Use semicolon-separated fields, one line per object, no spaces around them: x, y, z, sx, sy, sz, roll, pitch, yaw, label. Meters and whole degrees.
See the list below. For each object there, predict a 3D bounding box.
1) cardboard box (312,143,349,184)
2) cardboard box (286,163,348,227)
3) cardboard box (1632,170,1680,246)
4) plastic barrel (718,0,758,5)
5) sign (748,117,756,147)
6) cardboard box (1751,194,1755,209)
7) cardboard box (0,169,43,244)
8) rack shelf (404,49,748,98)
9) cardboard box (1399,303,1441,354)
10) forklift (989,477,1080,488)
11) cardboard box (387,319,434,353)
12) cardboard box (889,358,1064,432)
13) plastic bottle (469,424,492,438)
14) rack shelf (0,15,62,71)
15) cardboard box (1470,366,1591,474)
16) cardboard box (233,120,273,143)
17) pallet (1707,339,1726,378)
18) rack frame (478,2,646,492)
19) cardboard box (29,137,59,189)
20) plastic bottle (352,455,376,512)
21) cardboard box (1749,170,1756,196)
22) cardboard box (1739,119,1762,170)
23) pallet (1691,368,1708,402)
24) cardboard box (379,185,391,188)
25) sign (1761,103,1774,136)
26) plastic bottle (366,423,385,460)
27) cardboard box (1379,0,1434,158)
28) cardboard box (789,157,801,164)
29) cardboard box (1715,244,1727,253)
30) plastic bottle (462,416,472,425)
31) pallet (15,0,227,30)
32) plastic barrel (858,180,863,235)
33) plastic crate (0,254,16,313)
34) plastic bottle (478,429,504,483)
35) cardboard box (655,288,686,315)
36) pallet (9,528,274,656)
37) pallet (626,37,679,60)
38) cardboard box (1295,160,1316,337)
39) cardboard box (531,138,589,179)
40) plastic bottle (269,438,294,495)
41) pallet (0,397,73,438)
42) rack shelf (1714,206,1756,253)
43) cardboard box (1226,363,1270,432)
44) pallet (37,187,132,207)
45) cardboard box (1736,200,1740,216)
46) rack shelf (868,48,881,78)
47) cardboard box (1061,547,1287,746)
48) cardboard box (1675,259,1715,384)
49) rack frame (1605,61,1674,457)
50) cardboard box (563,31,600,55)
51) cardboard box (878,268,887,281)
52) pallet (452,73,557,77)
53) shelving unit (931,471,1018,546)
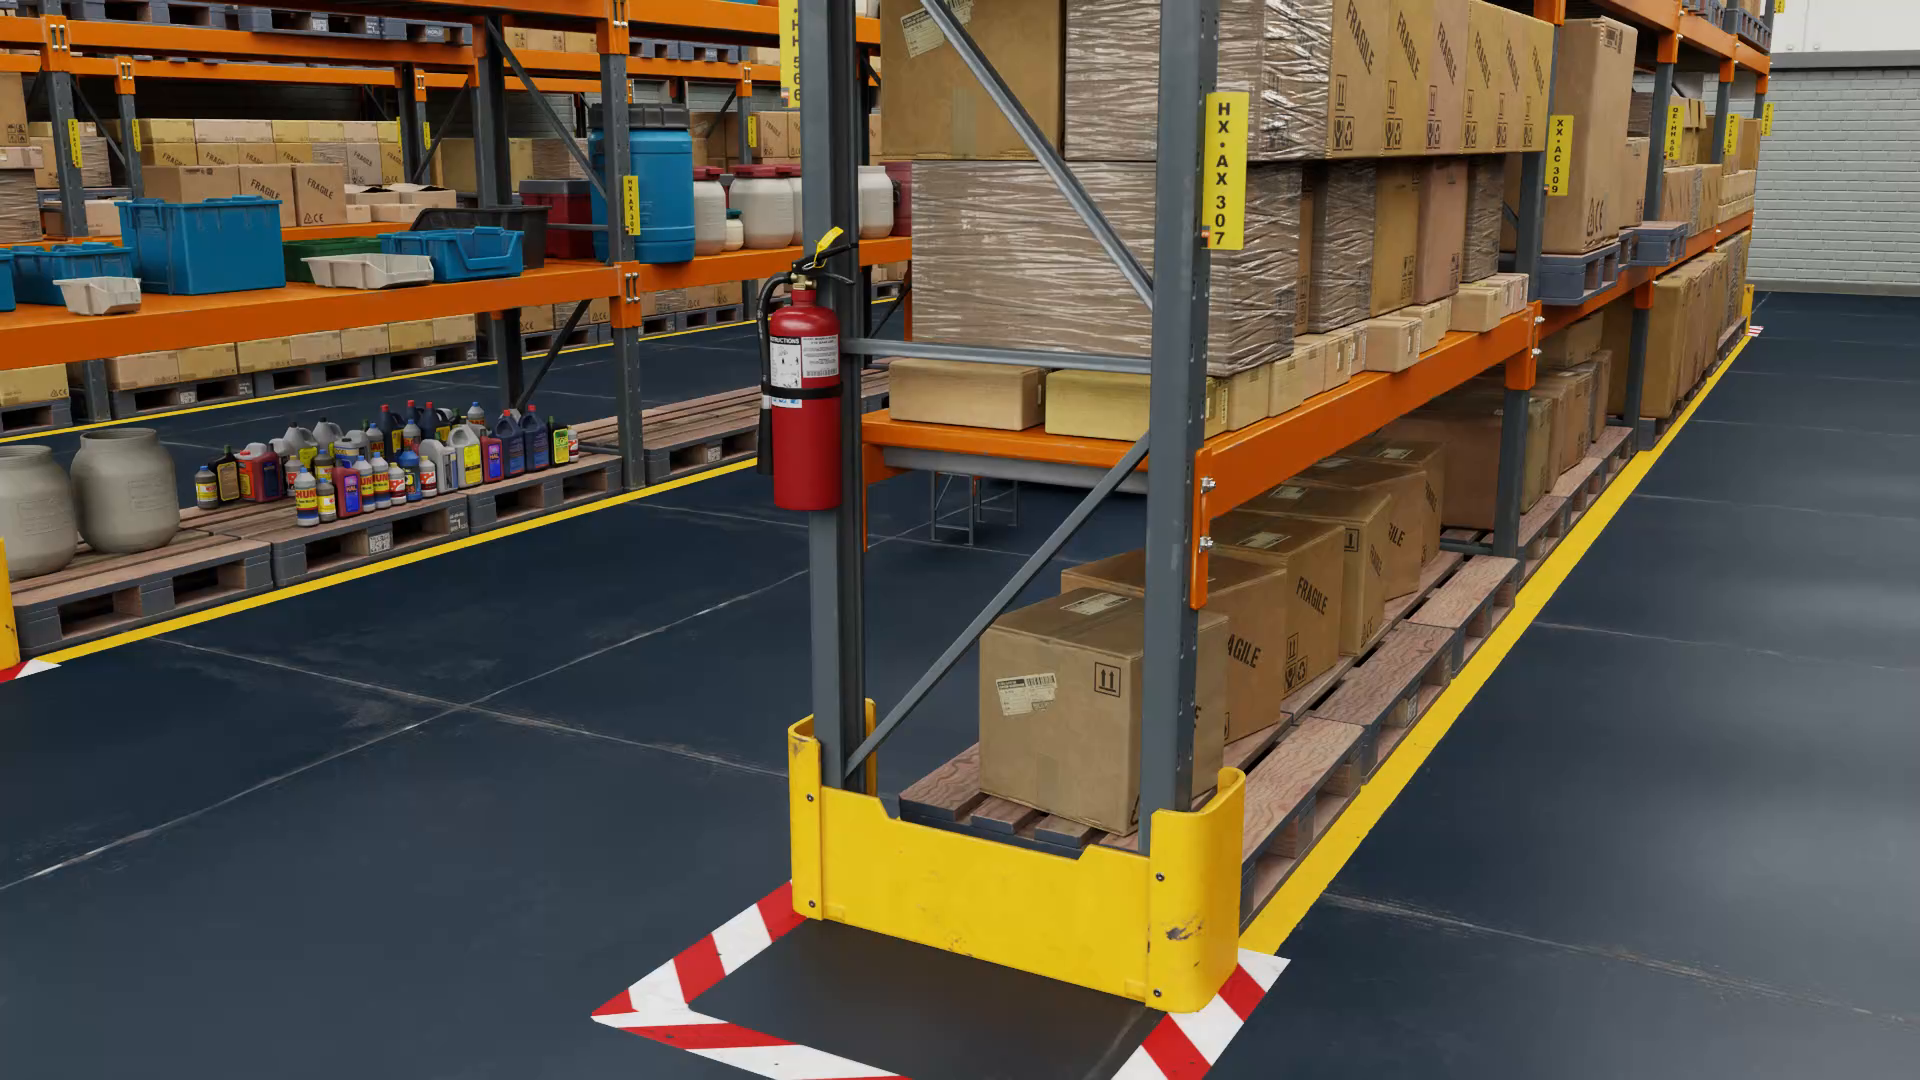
-7.613;-4.442;19.667;0.500;0.500;0.500;7;15;28;cardboard box
-5.515;-2.891;13.913;0.500;0.500;0.500;6;15;25;cardboard box
4.426;-2.183;10.975;0.500;0.500;0.500;8;16;30;cardboard box
-1.629;-3.905;10.863;0.600;0.901;0.708;7;15;28;plastic barrel
-2.296;-4.510;18.371;0.100;0.325;0.005;7;15;28;sign
7.936;-3.474;17.081;0.380;0.149;0.250;8;16;29;cardboard box
-6.860;-2.325;11.564;0.700;0.500;0.500;7;15;27;cardboard box
-3.751;-4.708;16.795;1.077;0.370;4.000;7;15;28;rack shelf
1.434;-0.739;5.736;0.380;0.149;0.250;7;15;28;cardboard box
1.230;-1.990;10.536;1.130;2.935;3.031;7;15;26;forklift
-5.005;-1.814;14.631;0.500;0.250;0.500;7;15;27;cardboard box
0.042;-0.384;4.262;0.380;0.149;0.250;7;15;28;cardboard box
-2.611;-0.503;9.094;0.152;0.276;0.135;7;15;28;plastic bottle
-7.618;-3.066;9.987;1.077;0.370;4.000;7;15;28;rack shelf
3.121;-0.692;9.400;0.700;0.500;0.500;9;16;33;cardboard box
-8.113;-4.594;18.698;0.500;0.250;0.500;7;15;28;cardboard box
6.322;-1.678;15.043;1.003;0.211;1.213;7;15;28;pallet
-2.317;-1.806;9.625;1.000;3.000;0.127;7;15;28;rack frame
-9.521;-3.796;16.729;0.700;0.500;0.500;6;15;23;cardboard box
-2.936;-0.280;8.177;0.097;0.271;0.097;0;14;0;plastic bottle
7.818;-3.649;16.955;0.500;0.250;0.500;7;15;27;cardboard box
7.814;-4.013;16.866;0.500;0.500;0.500;8;16;29;cardboard box
5.579;-1.364;13.740;1.003;0.211;1.213;7;15;28;pallet
-7.139;-4.302;20.470;0.380;0.149;0.250;8;16;29;cardboard box
8.288;-4.321;17.079;0.100;0.325;0.005;7;15;28;sign
-3.200;-0.502;9.098;0.097;0.271;0.097;0;14;0;plastic bottle
1.078;-1.390;4.918;0.500;0.500;0.500;7;15;28;cardboard box
-2.054;-4.237;19.495;0.500;0.500;0.500;8;16;29;cardboard box
6.275;-2.184;14.829;0.875;0.875;0.875;7;15;28;cardboard box
-2.904;-0.623;9.750;0.097;0.201;0.097;0;14;0;plastic bottle
-6.236;-3.916;12.384;0.805;0.209;1.217;7;15;26;pallet
-0.897;-2.359;11.682;0.421;0.512;0.421;0;14;0;plastic barrel
-4.271;-1.050;6.805;0.499;0.251;0.616;7;15;28;plastic crate
-2.511;-0.457;8.887;0.061;0.283;0.133;9;16;32;plastic bottle
-3.261;-2.671;17.608;0.500;0.500;0.500;8;16;29;cardboard box
-3.858;0.183;7.324;1.003;0.211;1.213;7;15;28;pallet
-3.659;-5.037;17.029;1.213;0.211;1.003;7;15;28;pallet
0.512;-0.843;4.784;0.875;0.500;0.500;7;15;28;cardboard box
-3.903;-3.750;16.577;0.700;0.500;0.500;11;17;38;cardboard box
-3.534;-0.379;8.577;0.152;0.276;0.135;7;15;26;plastic bottle
-7.072;-0.854;11.626;1.003;0.211;1.213;7;15;28;pallet
6.853;-2.947;15.892;1.077;0.370;4.000;7;15;28;rack shelf
0.569;-0.383;4.257;0.380;0.149;0.250;7;15;28;cardboard box
-9.307;-3.498;17.051;1.213;0.211;1.003;7;15;28;pallet
7.072;-3.107;15.558;0.380;0.149;0.250;7;15;26;cardboard box
0.583;-4.146;14.464;1.077;0.370;4.000;7;15;28;rack shelf
0.661;0.334;5.186;0.500;0.500;0.500;13;19;43;cardboard box
5.163;-1.741;12.990;1.225;0.875;0.875;7;15;26;cardboard box
3.952;-2.066;10.701;1.000;3.000;0.127;7;15;28;rack frame
-4.038;-5.000;16.261;0.910;0.500;0.500;7;15;28;cardboard box
-1.172;-3.454;21.568;0.380;0.166;0.250;7;15;28;cardboard box
-6.127;-6.401;22.473;1.003;0.211;1.213;7;15;28;pallet
0.080;-0.617;8.534;0.258;1.200;0.503;7;15;28;shelving unit
